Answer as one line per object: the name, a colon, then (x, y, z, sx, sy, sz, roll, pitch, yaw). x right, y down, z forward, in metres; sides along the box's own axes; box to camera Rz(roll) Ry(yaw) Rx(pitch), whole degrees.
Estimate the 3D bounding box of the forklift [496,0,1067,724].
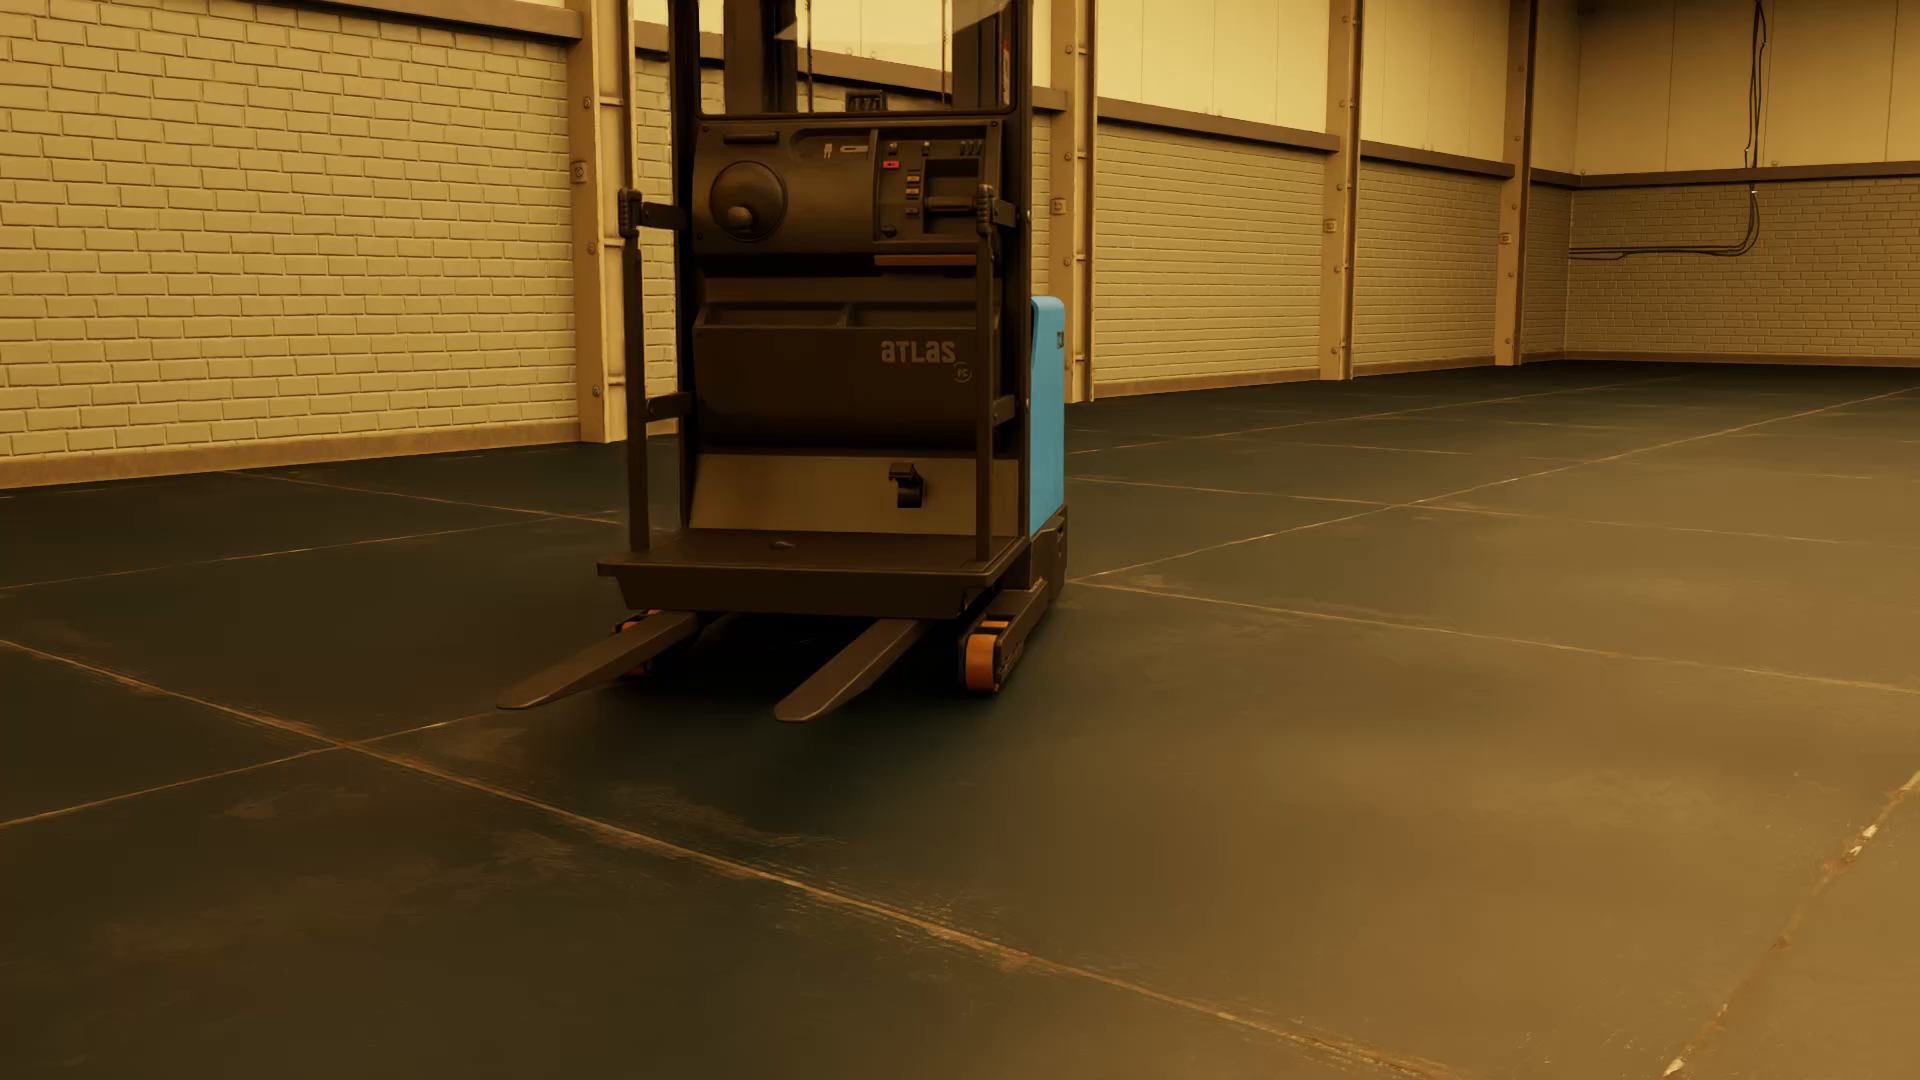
forklift: (-0.373, -1.088, 4.720, 1.130, 2.935, 3.031, 2, 8, 10)
